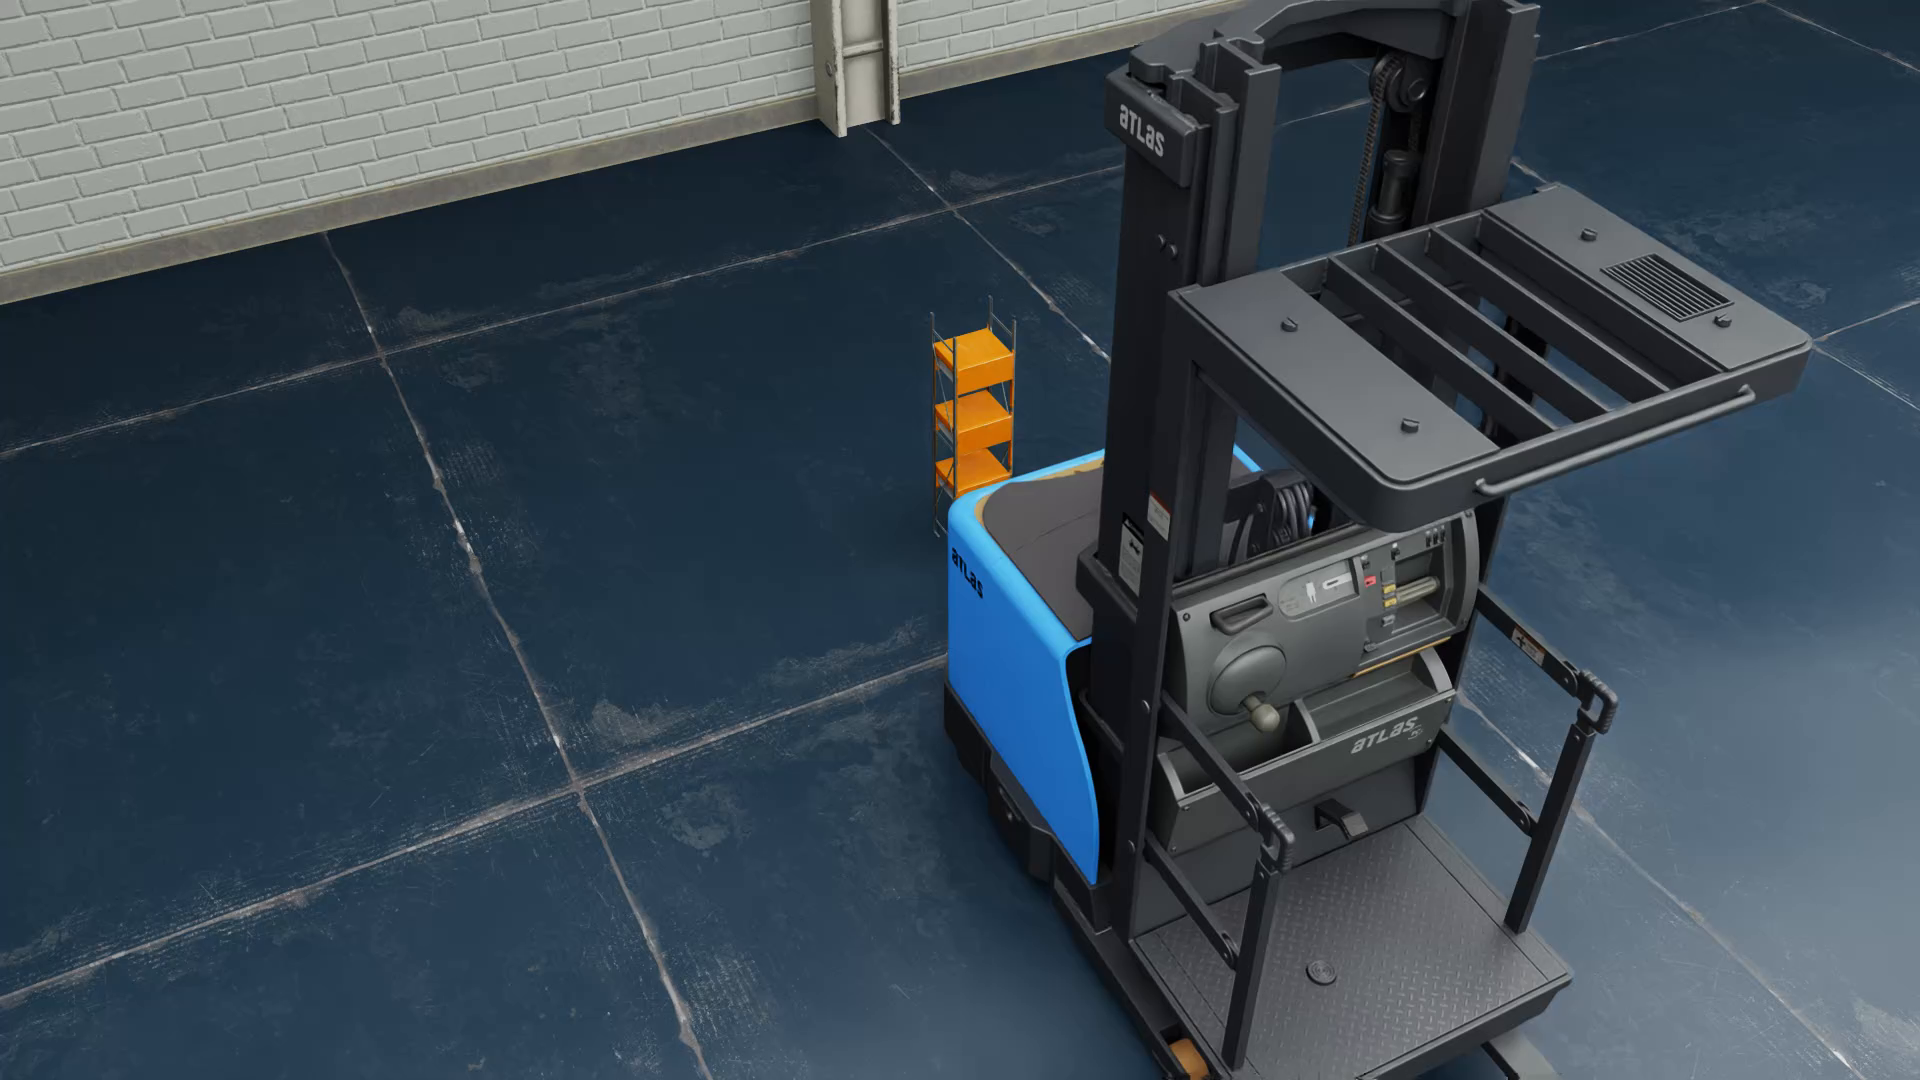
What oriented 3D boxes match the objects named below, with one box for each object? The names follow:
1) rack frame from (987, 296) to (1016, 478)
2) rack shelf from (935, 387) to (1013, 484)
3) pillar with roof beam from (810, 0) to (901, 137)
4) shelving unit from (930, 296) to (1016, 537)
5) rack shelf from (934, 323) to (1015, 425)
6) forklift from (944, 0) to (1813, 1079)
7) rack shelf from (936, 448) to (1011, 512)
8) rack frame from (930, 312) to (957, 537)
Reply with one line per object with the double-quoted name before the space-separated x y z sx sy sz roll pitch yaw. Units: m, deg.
"rack frame" 0.156 -0.453 6.473 0.008 1.050 0.200 -19 44 -21
"rack shelf" 0.047 -0.409 6.437 0.240 0.259 0.215 -19 44 -21
"pillar with roof beam" 1.401 -3.404 3.806 0.400 9.000 9.100 -19 44 -21
"shelving unit" 0.047 -0.417 6.430 0.252 1.050 0.215 -19 44 -21
"rack shelf" 0.047 -0.625 6.253 0.240 0.259 0.215 -19 44 -21
"forklift" 1.059 0.277 4.155 1.130 2.935 3.031 -18 43 -20
"rack shelf" 0.047 -0.196 6.616 0.240 0.259 0.215 -19 44 -21
"rack frame" -0.061 -0.380 6.387 0.008 1.050 0.200 -19 44 -21
